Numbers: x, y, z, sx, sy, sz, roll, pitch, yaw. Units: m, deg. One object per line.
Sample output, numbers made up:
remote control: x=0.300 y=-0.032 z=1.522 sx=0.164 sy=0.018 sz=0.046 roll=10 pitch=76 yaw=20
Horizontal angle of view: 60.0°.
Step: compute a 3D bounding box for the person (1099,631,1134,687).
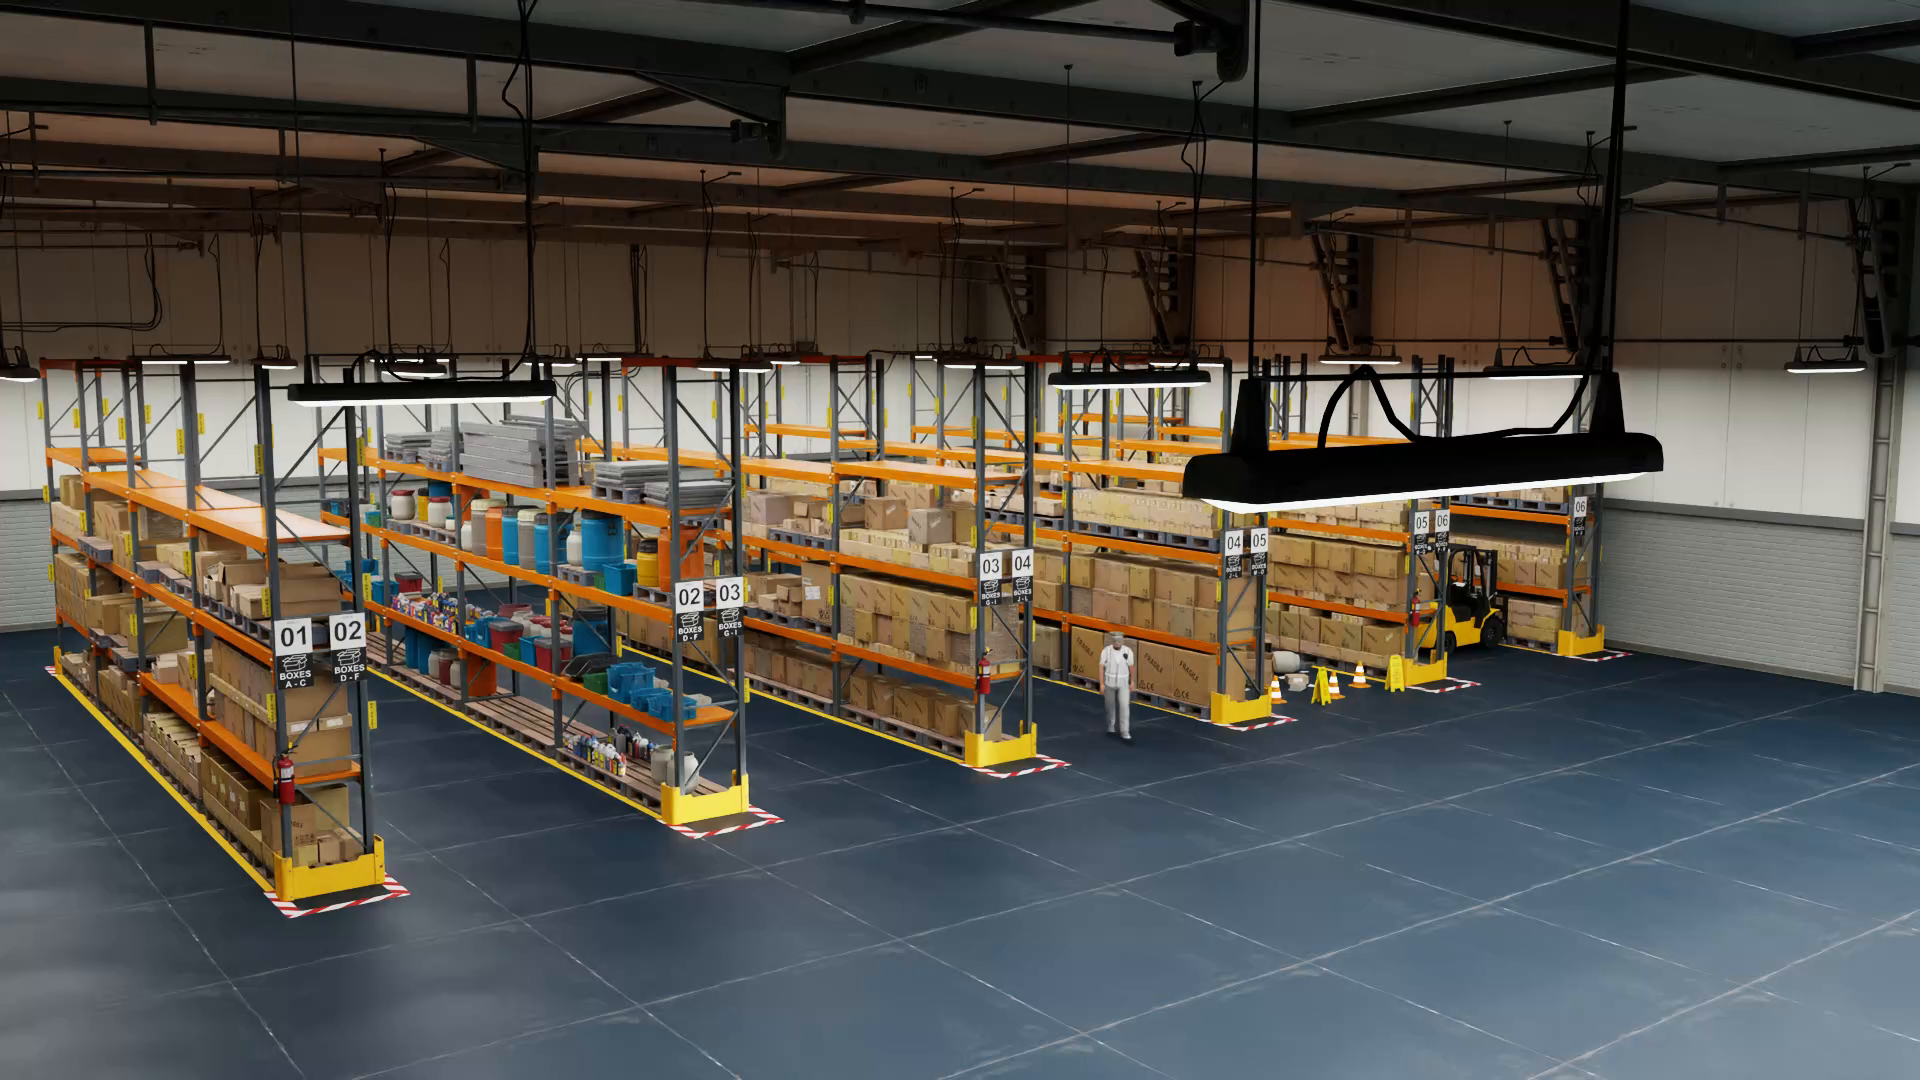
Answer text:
person: x=2.500 y=1.881 z=26.524 sx=0.550 sy=0.884 sz=0.400 roll=1 pitch=7 yaw=7
